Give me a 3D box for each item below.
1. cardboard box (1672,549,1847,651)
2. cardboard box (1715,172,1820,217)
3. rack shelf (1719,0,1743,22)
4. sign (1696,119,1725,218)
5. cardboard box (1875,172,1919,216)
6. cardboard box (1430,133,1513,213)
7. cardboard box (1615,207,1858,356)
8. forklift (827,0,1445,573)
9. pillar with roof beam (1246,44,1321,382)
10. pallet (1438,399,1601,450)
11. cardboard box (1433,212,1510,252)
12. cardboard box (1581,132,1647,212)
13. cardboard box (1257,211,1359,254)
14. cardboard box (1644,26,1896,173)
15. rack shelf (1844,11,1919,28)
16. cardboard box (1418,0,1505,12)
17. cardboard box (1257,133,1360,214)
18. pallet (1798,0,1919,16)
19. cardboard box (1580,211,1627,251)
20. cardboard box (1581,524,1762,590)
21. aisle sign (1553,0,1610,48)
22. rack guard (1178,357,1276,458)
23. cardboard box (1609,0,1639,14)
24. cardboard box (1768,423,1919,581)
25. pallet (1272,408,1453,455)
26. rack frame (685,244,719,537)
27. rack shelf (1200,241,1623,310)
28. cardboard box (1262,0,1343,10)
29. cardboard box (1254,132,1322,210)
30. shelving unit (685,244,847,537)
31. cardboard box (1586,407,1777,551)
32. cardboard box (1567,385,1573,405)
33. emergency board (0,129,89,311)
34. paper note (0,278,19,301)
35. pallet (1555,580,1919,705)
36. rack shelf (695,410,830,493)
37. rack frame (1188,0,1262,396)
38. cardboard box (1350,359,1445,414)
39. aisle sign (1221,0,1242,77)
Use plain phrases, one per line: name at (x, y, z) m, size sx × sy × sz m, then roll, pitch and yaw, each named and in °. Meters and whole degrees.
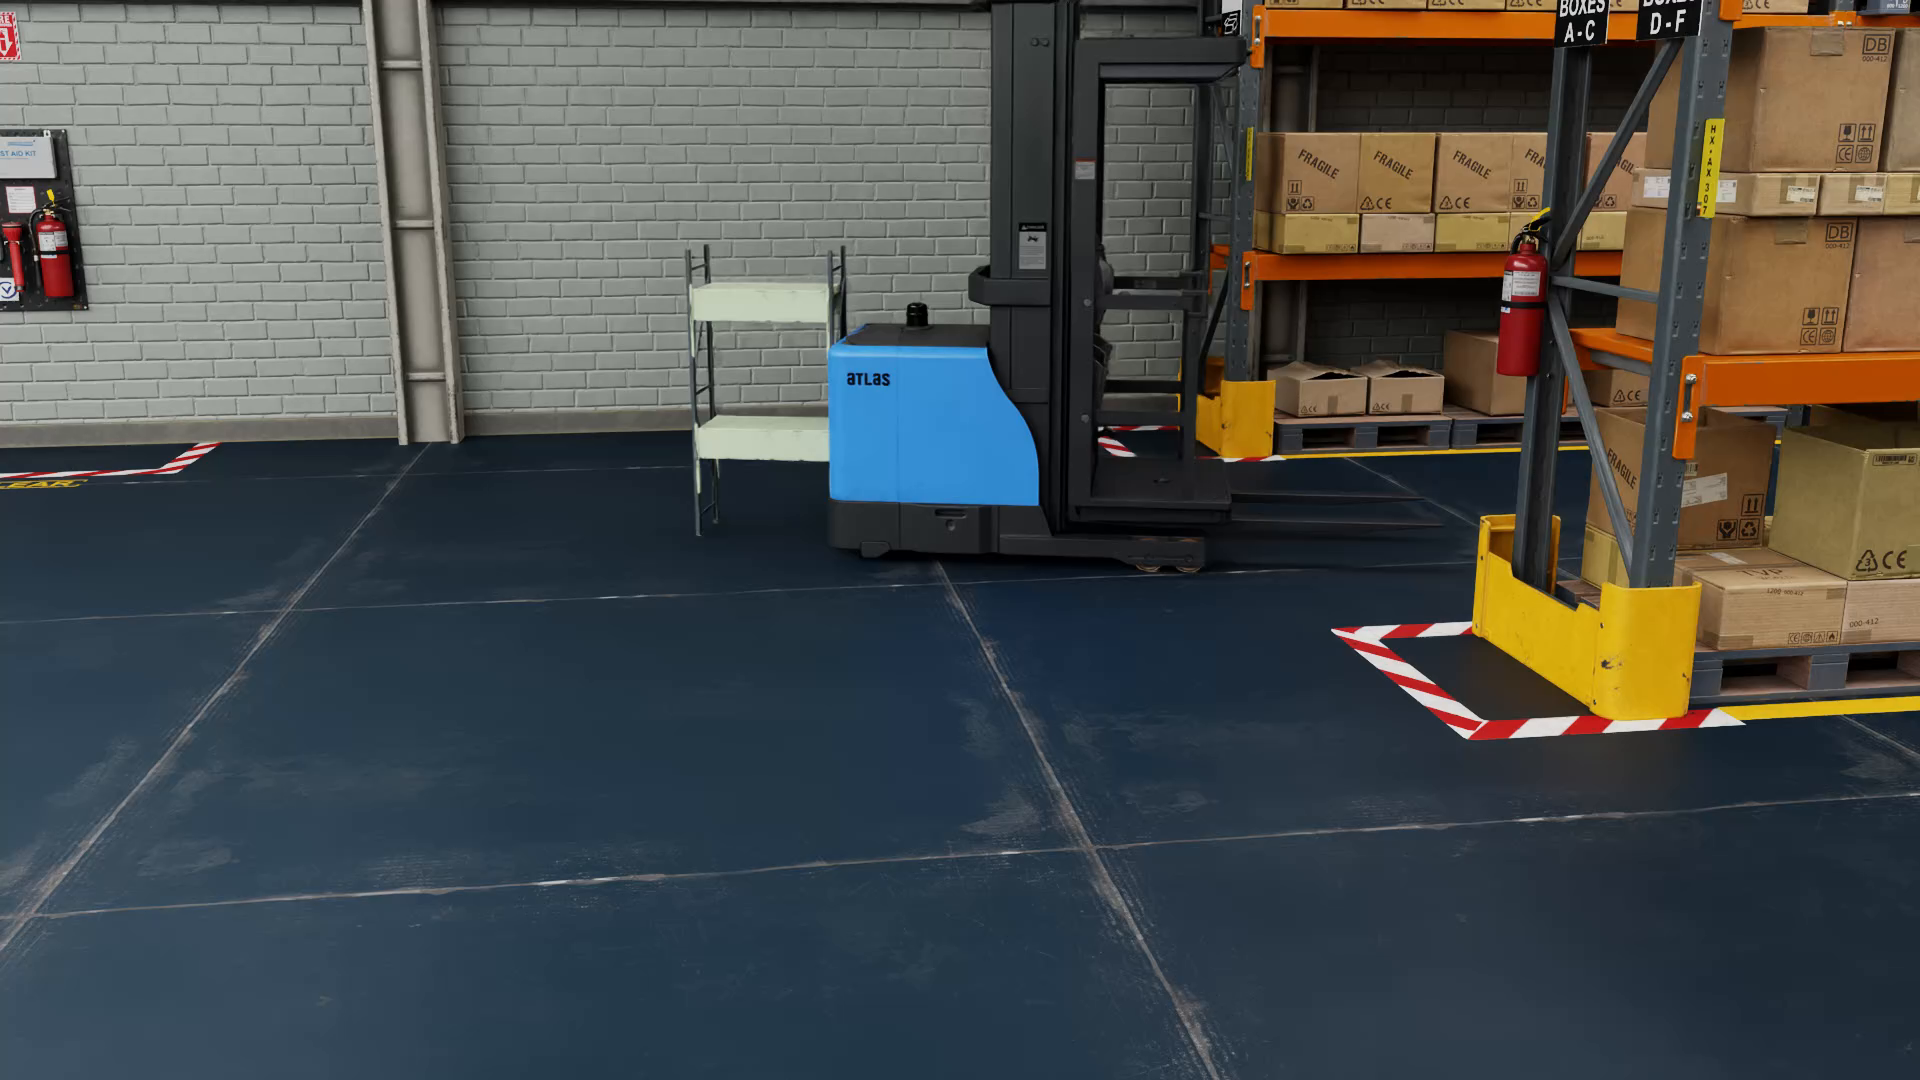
cardboard box at (3.036, 0.226, 6.445) m, size 0.500 × 0.250 × 0.500 m, roll -2°, pitch 14°, yaw -8°
cardboard box at (2.892, -1.264, 6.057) m, size 0.250 × 0.149 × 0.380 m, roll -2°, pitch 14°, yaw -9°
rack shelf at (4.450, -2.117, 6.309) m, size 4.000 × 0.370 × 1.077 m, roll -2°, pitch 14°, yaw -8°
sign at (2.549, -1.263, 5.650) m, size 0.005 × 0.325 × 0.100 m, roll -2°, pitch 14°, yaw -8°
cardboard box at (3.400, -1.283, 6.132) m, size 0.250 × 0.149 × 0.380 m, roll -2°, pitch 14°, yaw -8°
cardboard box at (3.250, -2.408, 10.884) m, size 0.500 × 0.500 × 0.500 m, roll -3°, pitch 14°, yaw -10°
cardboard box at (2.936, -1.001, 6.341) m, size 0.500 × 0.500 × 0.700 m, roll -2°, pitch 14°, yaw -8°
forklift at (0.892, -1.397, 8.268) m, size 3.031 × 2.935 × 1.130 m, roll 2°, pitch 14°, yaw 6°
pillar with roof beam at (2.935, -4.238, 7.121) m, size 0.400 × 9.000 × 9.100 m, roll -2°, pitch 14°, yaw -8°
pallet at (3.818, -0.845, 11.655) m, size 1.213 × 0.211 × 1.003 m, roll -2°, pitch 14°, yaw -8°
cardboard box at (3.276, -2.048, 10.987) m, size 0.500 × 0.250 × 0.500 m, roll -2°, pitch 14°, yaw -9°
cardboard box at (4.272, -2.449, 11.046) m, size 0.500 × 0.500 × 0.500 m, roll -3°, pitch 14°, yaw -10°
cardboard box at (2.261, -2.008, 10.830) m, size 0.500 × 0.250 × 0.500 m, roll -3°, pitch 14°, yaw -10°
cardboard box at (2.988, -1.632, 6.191) m, size 0.500 × 0.500 × 0.700 m, roll -2°, pitch 14°, yaw -8°
rack shelf at (7.664, -3.453, 11.638) m, size 4.000 × 0.370 × 1.077 m, roll -2°, pitch 14°, yaw -8°
cardboard box at (3.148, -3.626, 10.600) m, size 0.500 × 0.500 × 0.500 m, roll -1°, pitch 14°, yaw -6°
cardboard box at (2.248, -2.376, 10.754) m, size 0.500 × 0.500 × 0.500 m, roll -2°, pitch 14°, yaw -8°
pallet at (6.312, -3.636, 11.272) m, size 1.003 × 0.211 × 1.213 m, roll -2°, pitch 14°, yaw -8°
cardboard box at (4.274, -2.084, 11.132) m, size 0.500 × 0.250 × 0.500 m, roll -2°, pitch 14°, yaw -9°
cardboard box at (2.959, 0.101, 6.942) m, size 0.500 × 0.250 × 0.500 m, roll -2°, pitch 14°, yaw -8°
aisle sign at (2.364, -2.268, 6.254) m, size 0.004 × 0.787 × 0.394 m, roll -2°, pitch 14°, yaw -8°
rack guard at (1.806, -0.920, 11.364) m, size 0.348 × 0.500 × 1.175 m, roll -2°, pitch 14°, yaw -8°
cardboard box at (4.179, -3.666, 10.760) m, size 0.500 × 0.500 × 0.500 m, roll -3°, pitch 14°, yaw -11°
cardboard box at (3.530, -0.157, 6.428) m, size 0.500 × 0.500 × 0.500 m, roll -2°, pitch 14°, yaw -8°
pallet at (2.614, -0.801, 11.482) m, size 1.213 × 0.211 × 1.003 m, roll -2°, pitch 14°, yaw -8°
rack frame at (-1.360, -0.791, 8.791) m, size 0.023 × 1.500 × 0.400 m, roll 2°, pitch 14°, yaw 6°
rack shelf at (3.708, -1.854, 11.425) m, size 4.000 × 0.370 × 1.077 m, roll -2°, pitch 14°, yaw -8°
cardboard box at (2.099, -3.595, 10.478) m, size 0.500 × 0.500 × 0.500 m, roll -2°, pitch 14°, yaw -7°
cardboard box at (2.165, -2.499, 11.245) m, size 0.500 × 0.500 × 0.500 m, roll -2°, pitch 14°, yaw -9°
shelving unit at (-0.997, -0.781, 8.752) m, size 0.755 × 1.500 × 0.431 m, roll 2°, pitch 14°, yaw 6°
cardboard box at (2.958, -0.263, 6.853) m, size 0.500 × 0.500 × 0.500 m, roll -2°, pitch 14°, yaw -8°
cardboard box at (4.101, -1.052, 11.708) m, size 0.250 × 0.149 × 0.380 m, roll -3°, pitch 14°, yaw -13°
emergency board at (-6.088, -2.066, 10.792) m, size 0.643 × 1.169 × 0.194 m, roll -2°, pitch 14°, yaw -8°
paper note at (-6.274, -1.649, 10.940) m, size 0.142 × 0.148 × 0.016 m, roll -2°, pitch 14°, yaw -8°
pallet at (3.222, 0.376, 6.788) m, size 1.213 × 0.211 × 1.003 m, roll -2°, pitch 14°, yaw -8°
rack shelf at (-0.997, -0.465, 8.831) m, size 0.720 × 0.370 × 0.431 m, roll 2°, pitch 14°, yaw 6°
rack frame at (1.731, -2.130, 11.049) m, size 0.127 × 3.000 × 1.000 m, roll -2°, pitch 14°, yaw -8°
cardboard box at (2.992, -1.063, 11.418) m, size 0.500 × 0.311 × 0.500 m, roll -1°, pitch 14°, yaw -4°
aisle sign at (1.704, -3.316, 10.434) m, size 0.004 × 0.787 × 0.394 m, roll -2°, pitch 14°, yaw -8°
